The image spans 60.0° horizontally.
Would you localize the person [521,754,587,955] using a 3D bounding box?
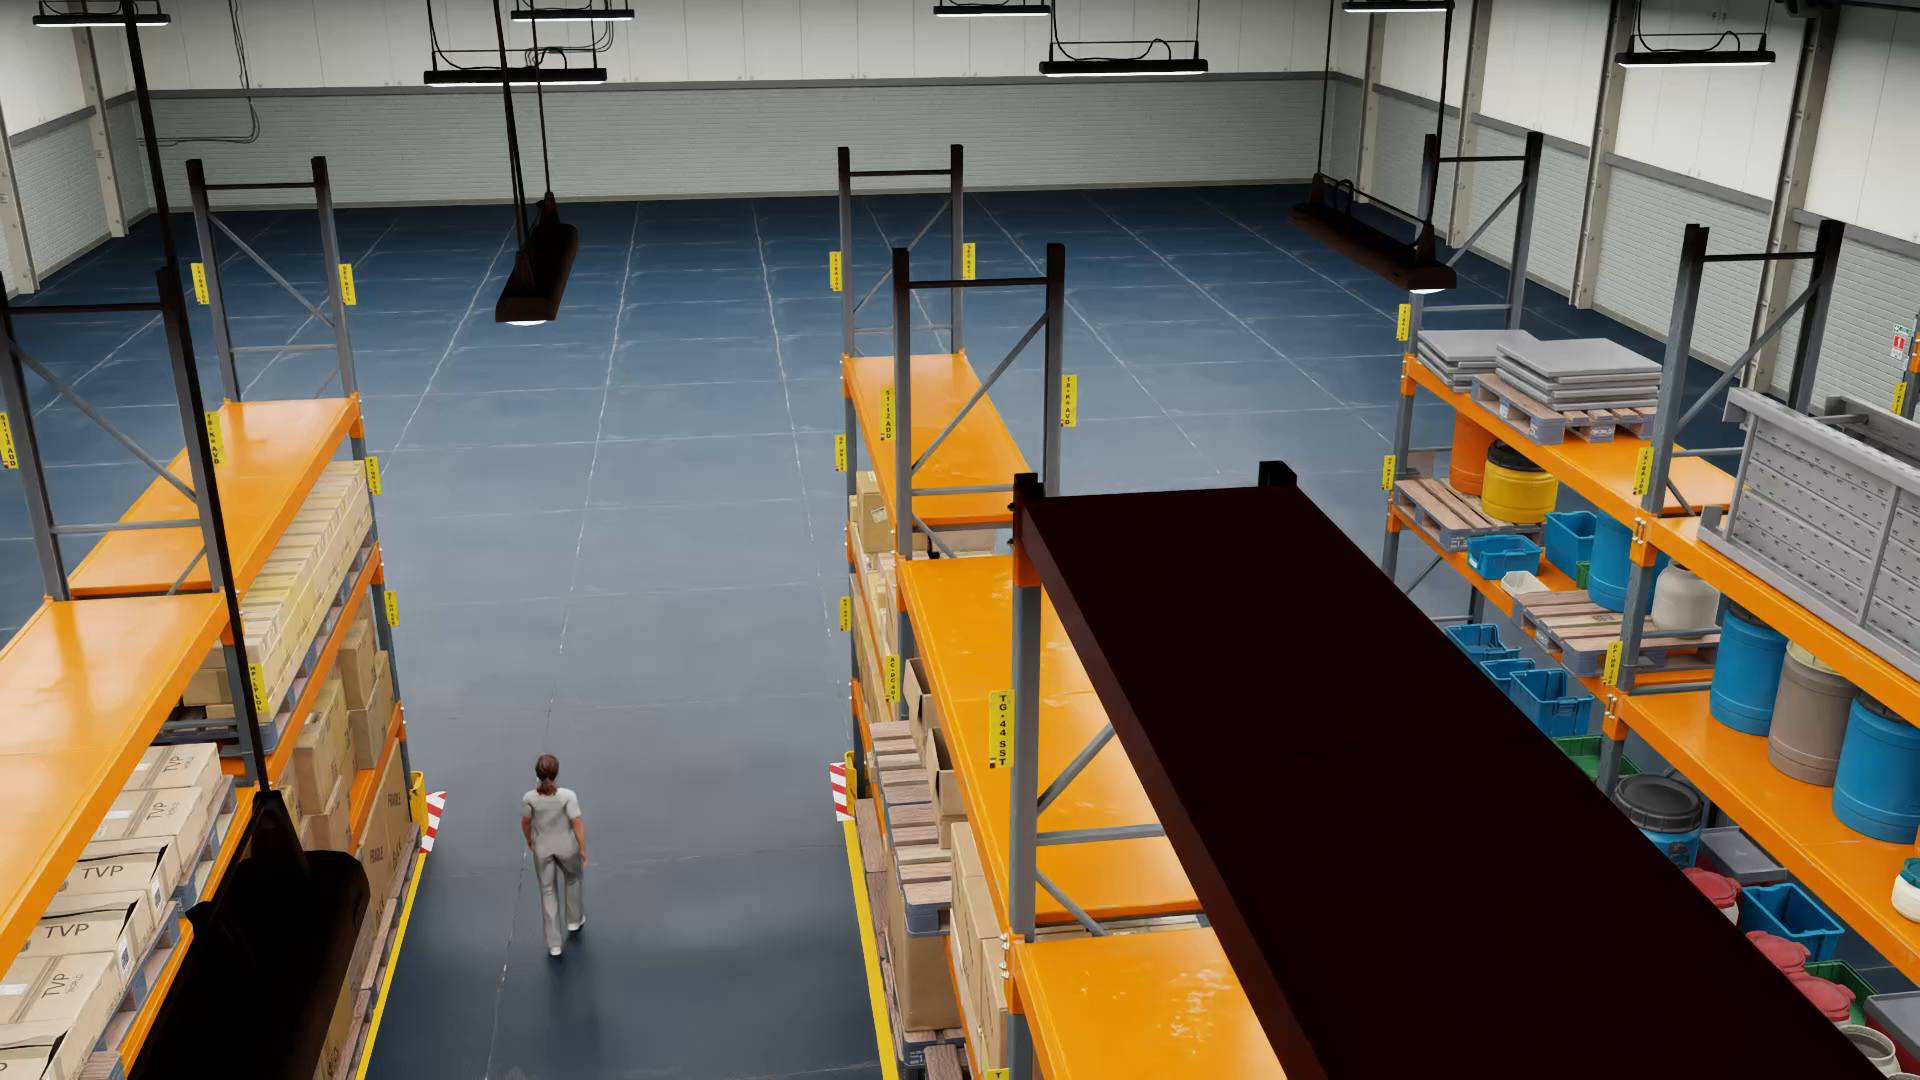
[{"bbox_3d":[-3.206,2.454,13.208,0.498,1.702,0.636,-2,22,-6],"label":"person"}]
